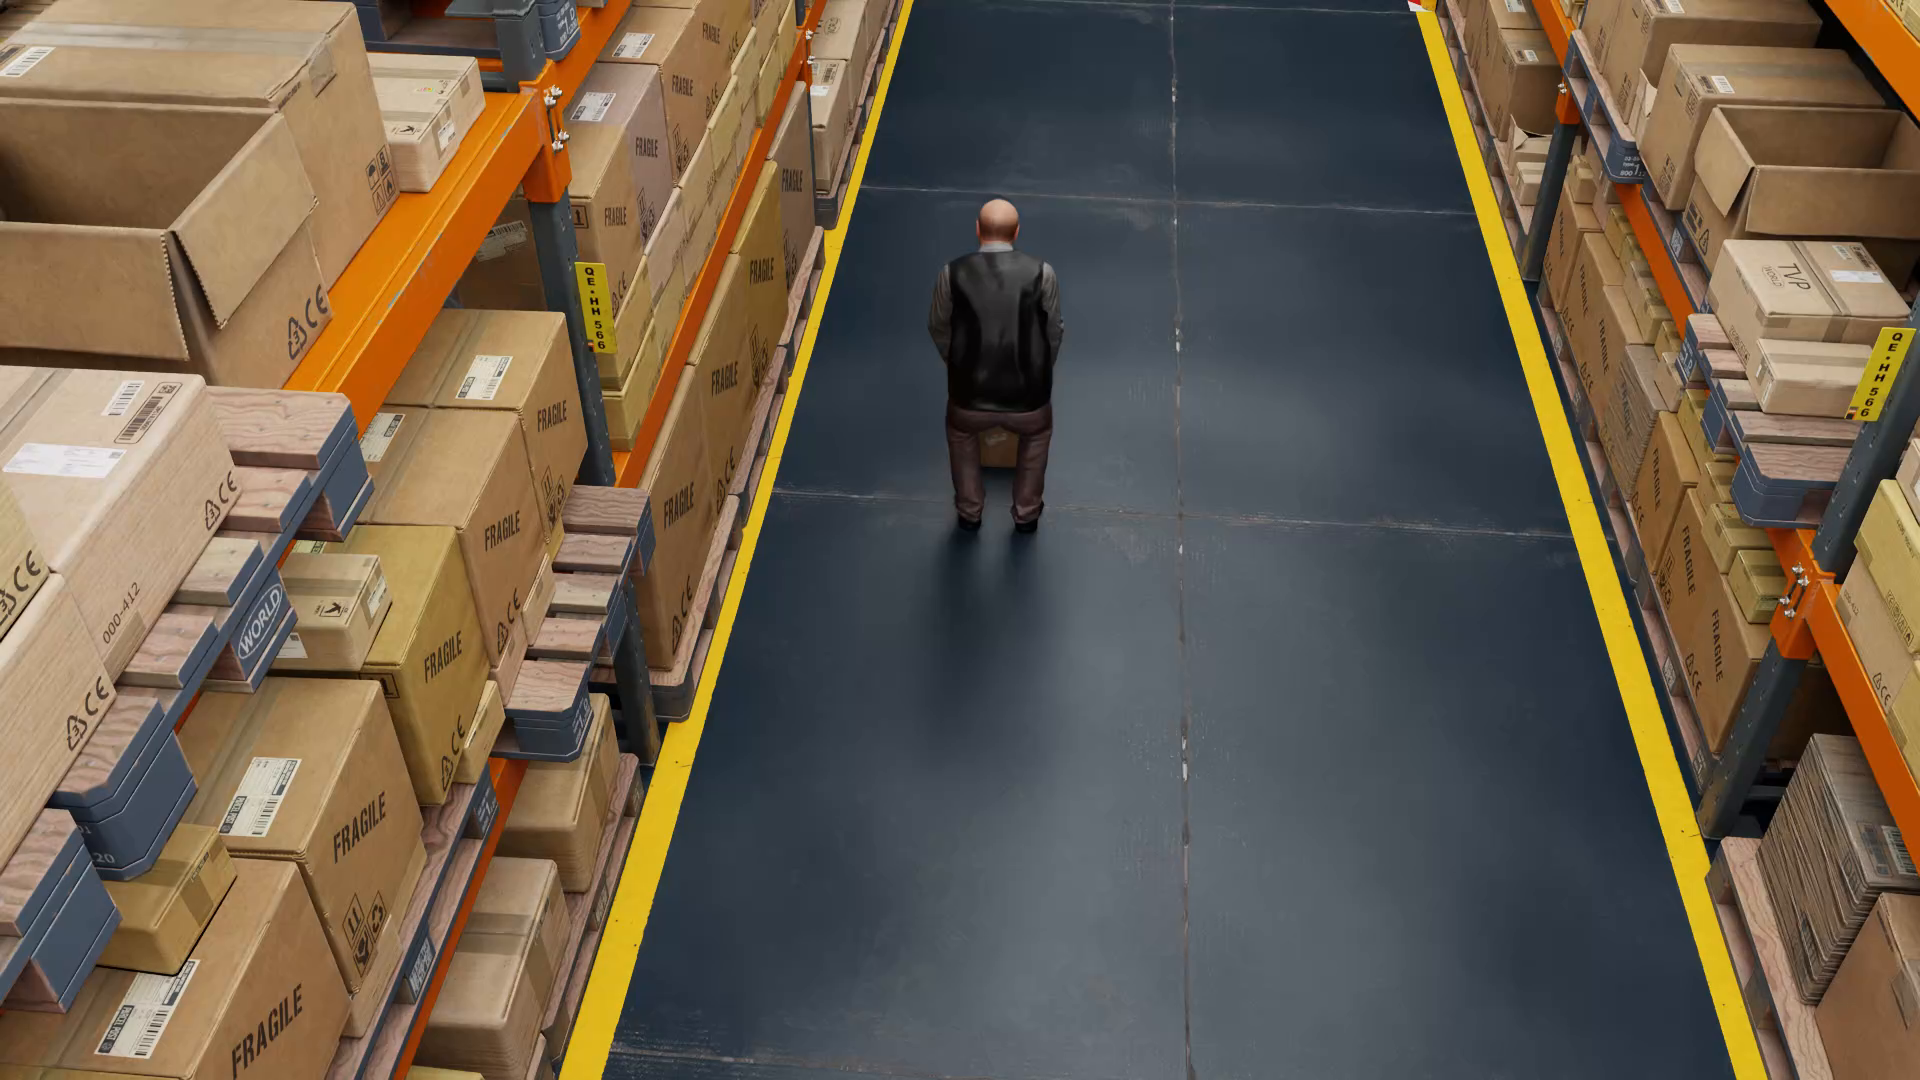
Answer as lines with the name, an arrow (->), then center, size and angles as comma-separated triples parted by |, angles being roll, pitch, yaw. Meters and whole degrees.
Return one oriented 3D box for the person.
person -> 0.146, -0.702, 7.228 | 0.590, 1.461, 0.670 | 3, 40, 4
